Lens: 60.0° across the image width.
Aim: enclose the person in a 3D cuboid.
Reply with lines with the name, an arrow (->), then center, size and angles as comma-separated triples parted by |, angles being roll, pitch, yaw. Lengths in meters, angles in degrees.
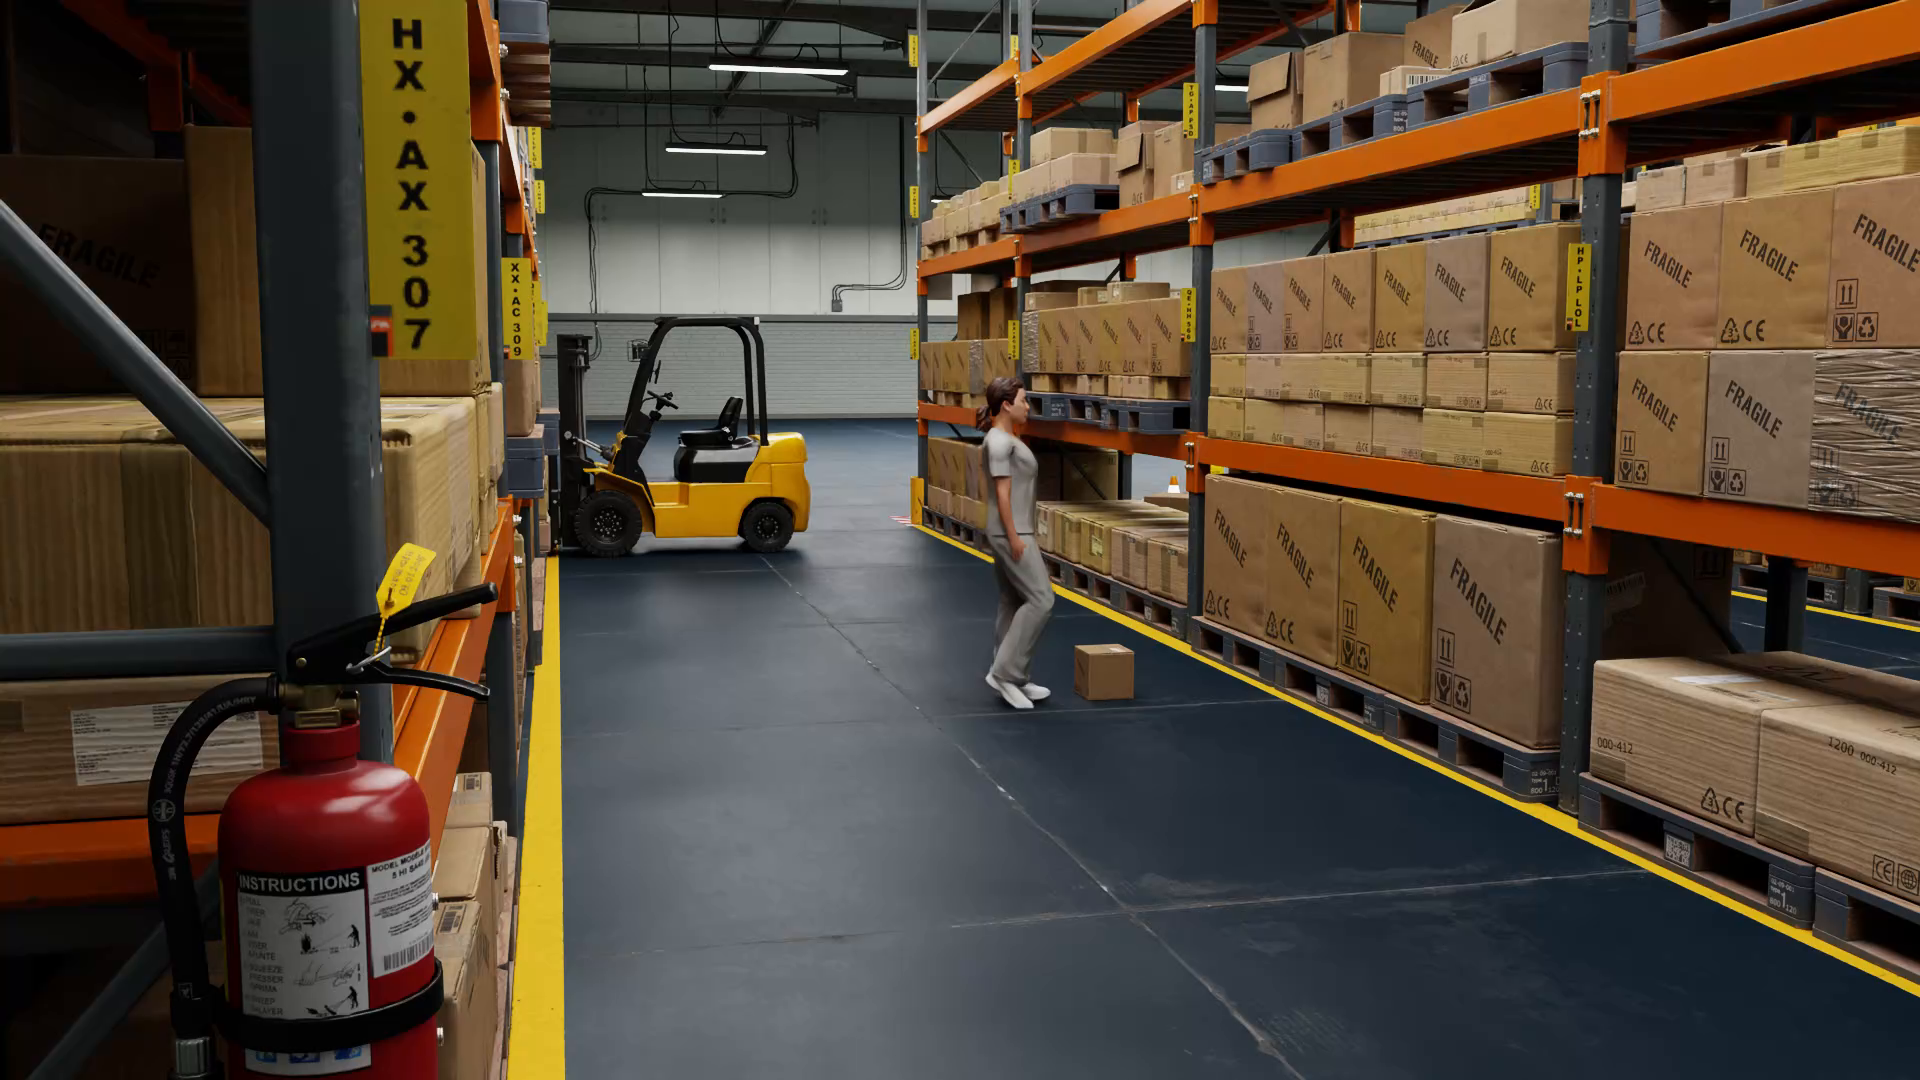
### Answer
person -> 0.280, 0.009, 8.605 | 0.433, 1.698, 0.465 | 1, 6, 6
